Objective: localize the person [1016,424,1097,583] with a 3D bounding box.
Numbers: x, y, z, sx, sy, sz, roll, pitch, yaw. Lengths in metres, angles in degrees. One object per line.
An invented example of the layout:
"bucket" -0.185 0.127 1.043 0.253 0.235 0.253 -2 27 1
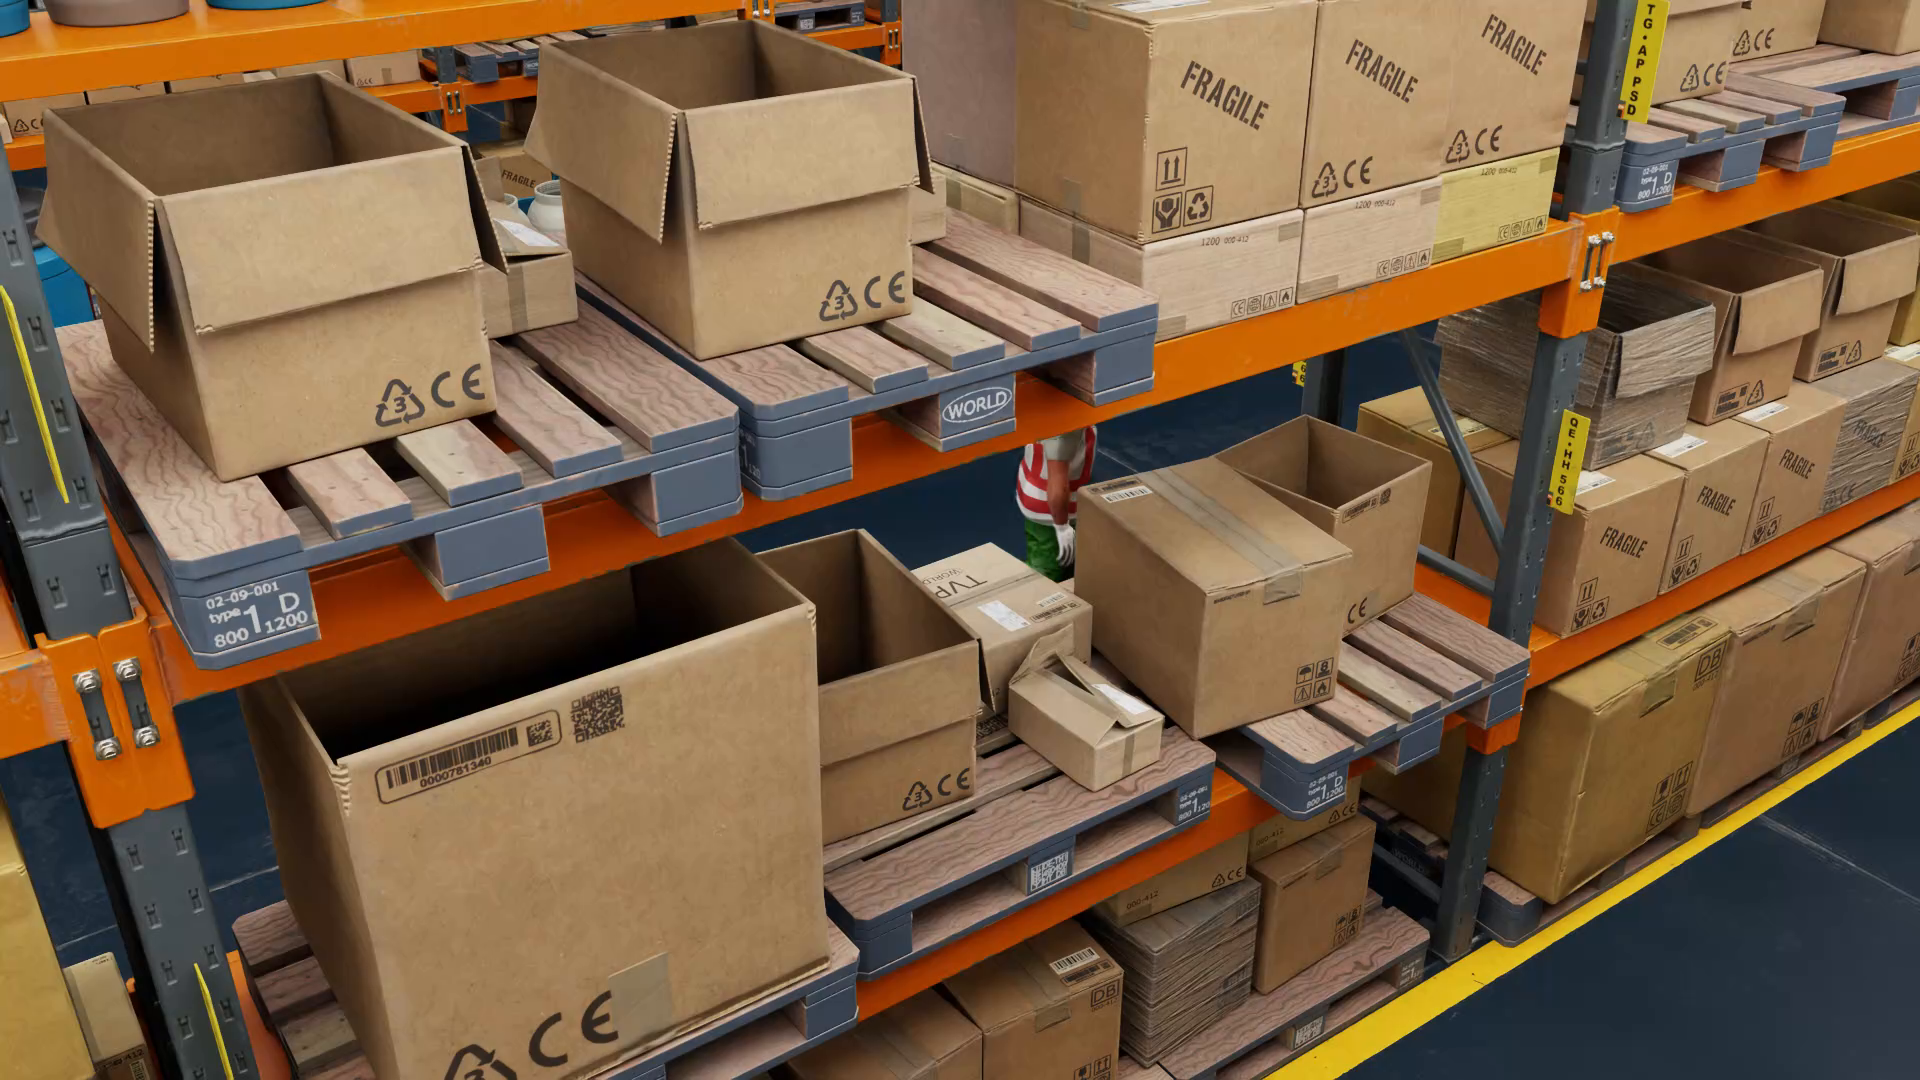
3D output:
"person" 0.348 -0.125 7.322 0.685 1.787 0.574 -2 28 -3
